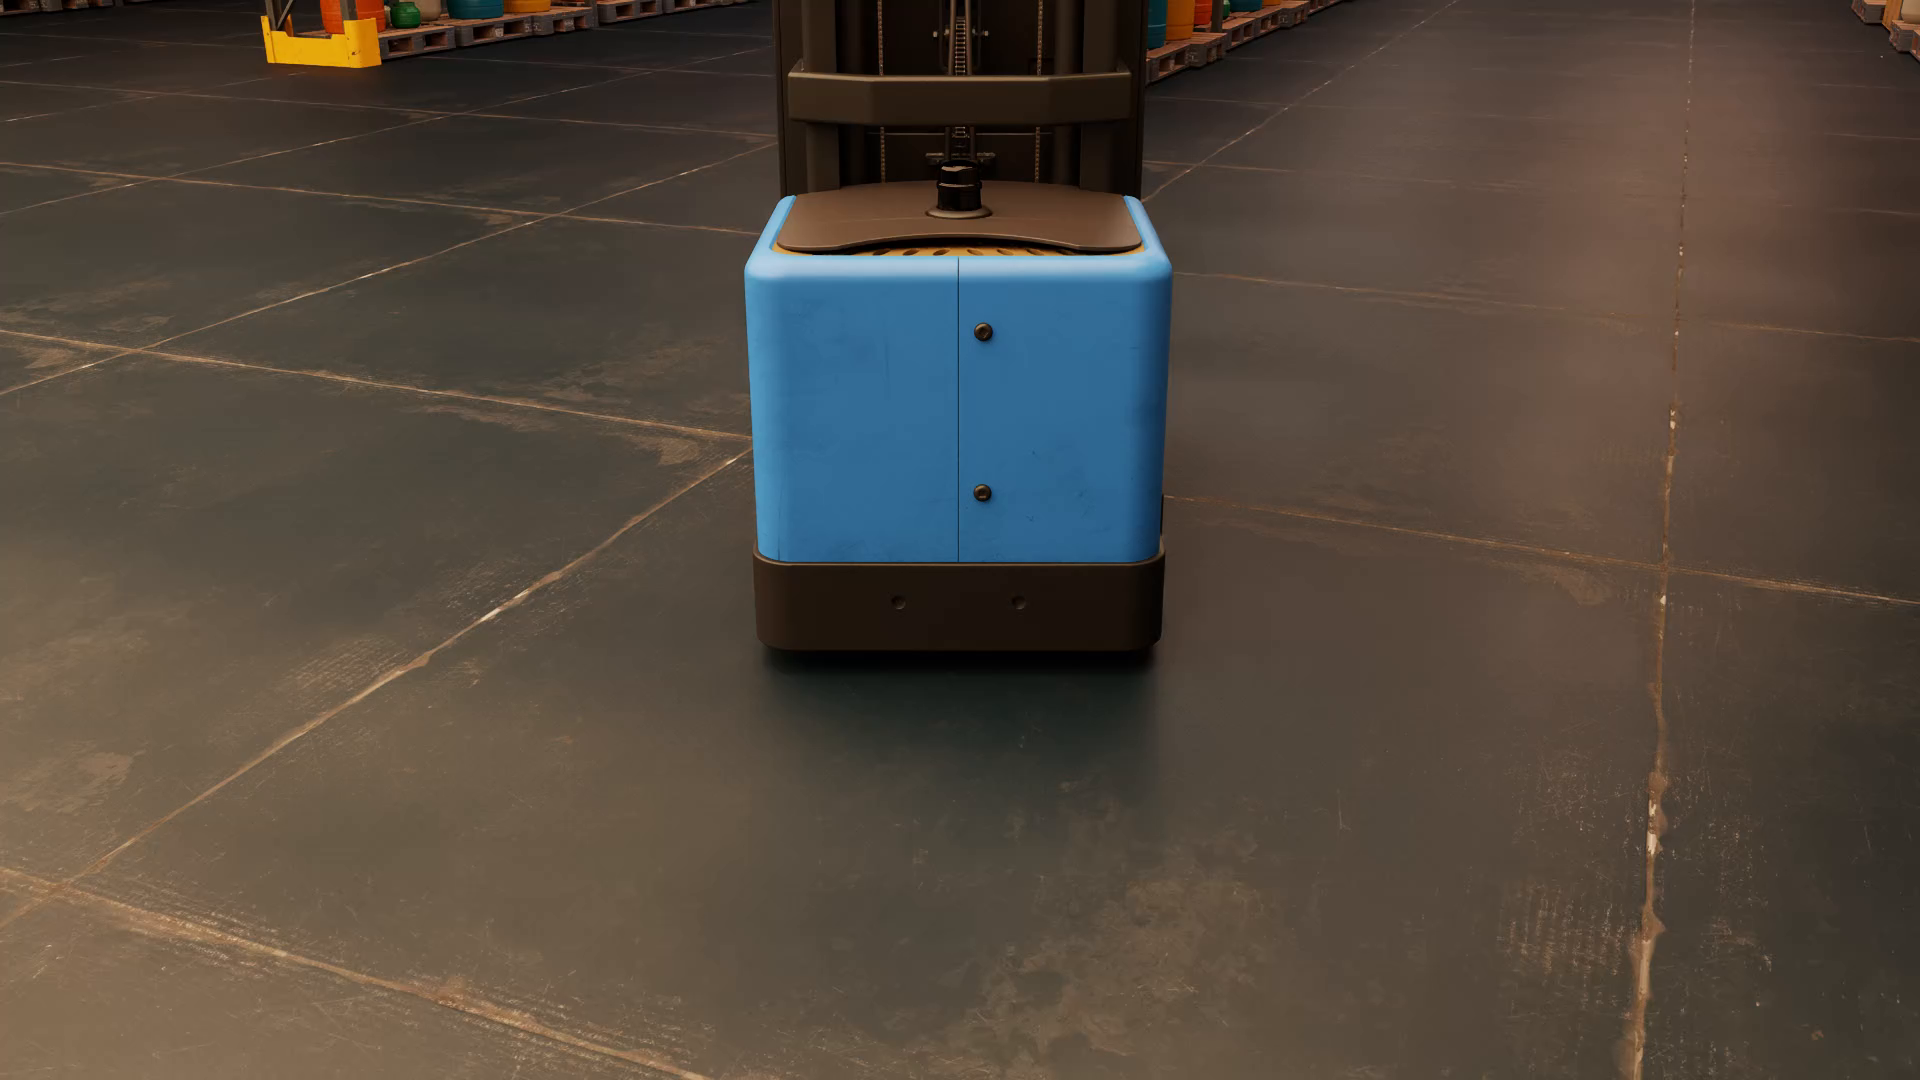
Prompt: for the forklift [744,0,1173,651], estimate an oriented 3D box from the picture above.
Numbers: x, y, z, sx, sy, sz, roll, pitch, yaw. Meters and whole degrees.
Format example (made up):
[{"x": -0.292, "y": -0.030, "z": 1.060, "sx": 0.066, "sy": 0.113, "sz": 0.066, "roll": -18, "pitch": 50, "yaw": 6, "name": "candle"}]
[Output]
[{"x": 0.002, "y": -1.587, "z": 5.089, "sx": 1.130, "sy": 2.935, "sz": 3.031, "roll": 0, "pitch": 23, "yaw": 0, "name": "forklift"}]
